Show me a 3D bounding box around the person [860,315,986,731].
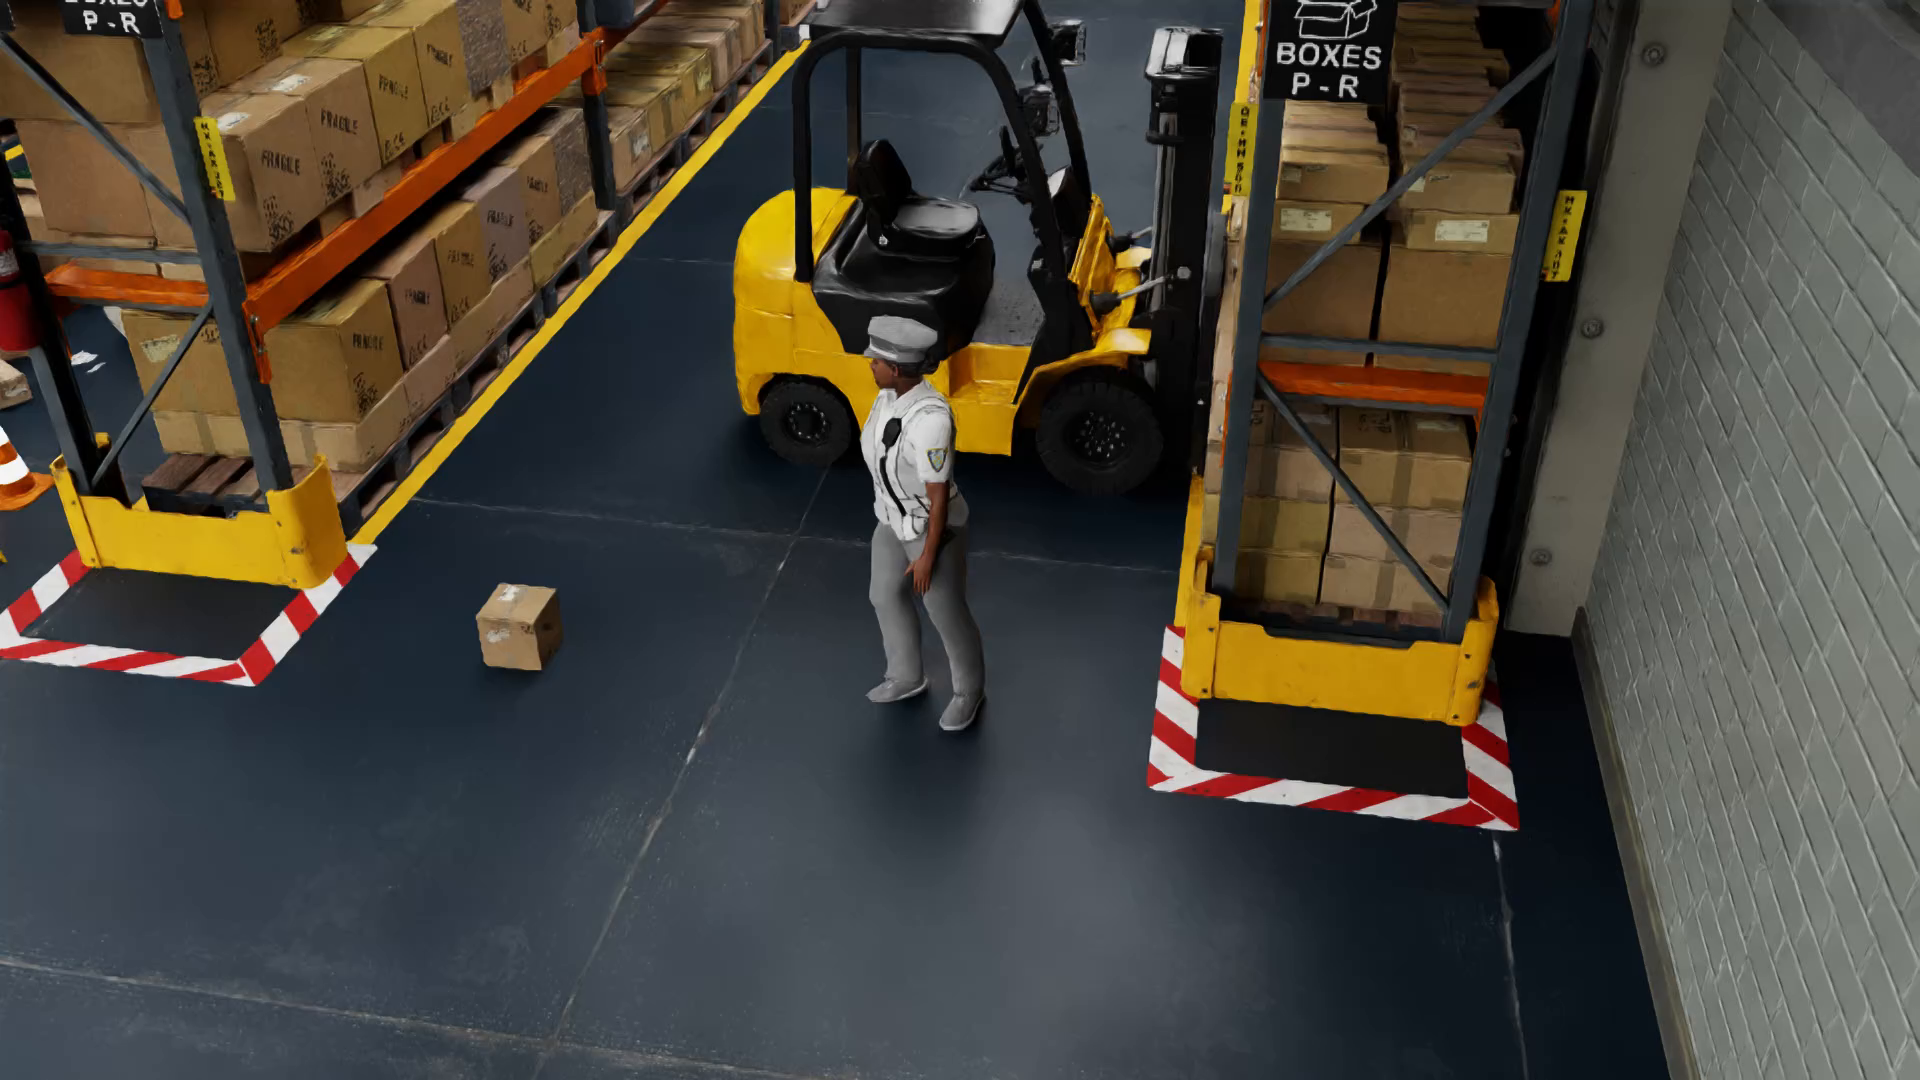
[{"bbox_3d":[-0.135,-0.025,6.219,0.442,1.728,0.484,-17,36,-24],"label":"person"}]
